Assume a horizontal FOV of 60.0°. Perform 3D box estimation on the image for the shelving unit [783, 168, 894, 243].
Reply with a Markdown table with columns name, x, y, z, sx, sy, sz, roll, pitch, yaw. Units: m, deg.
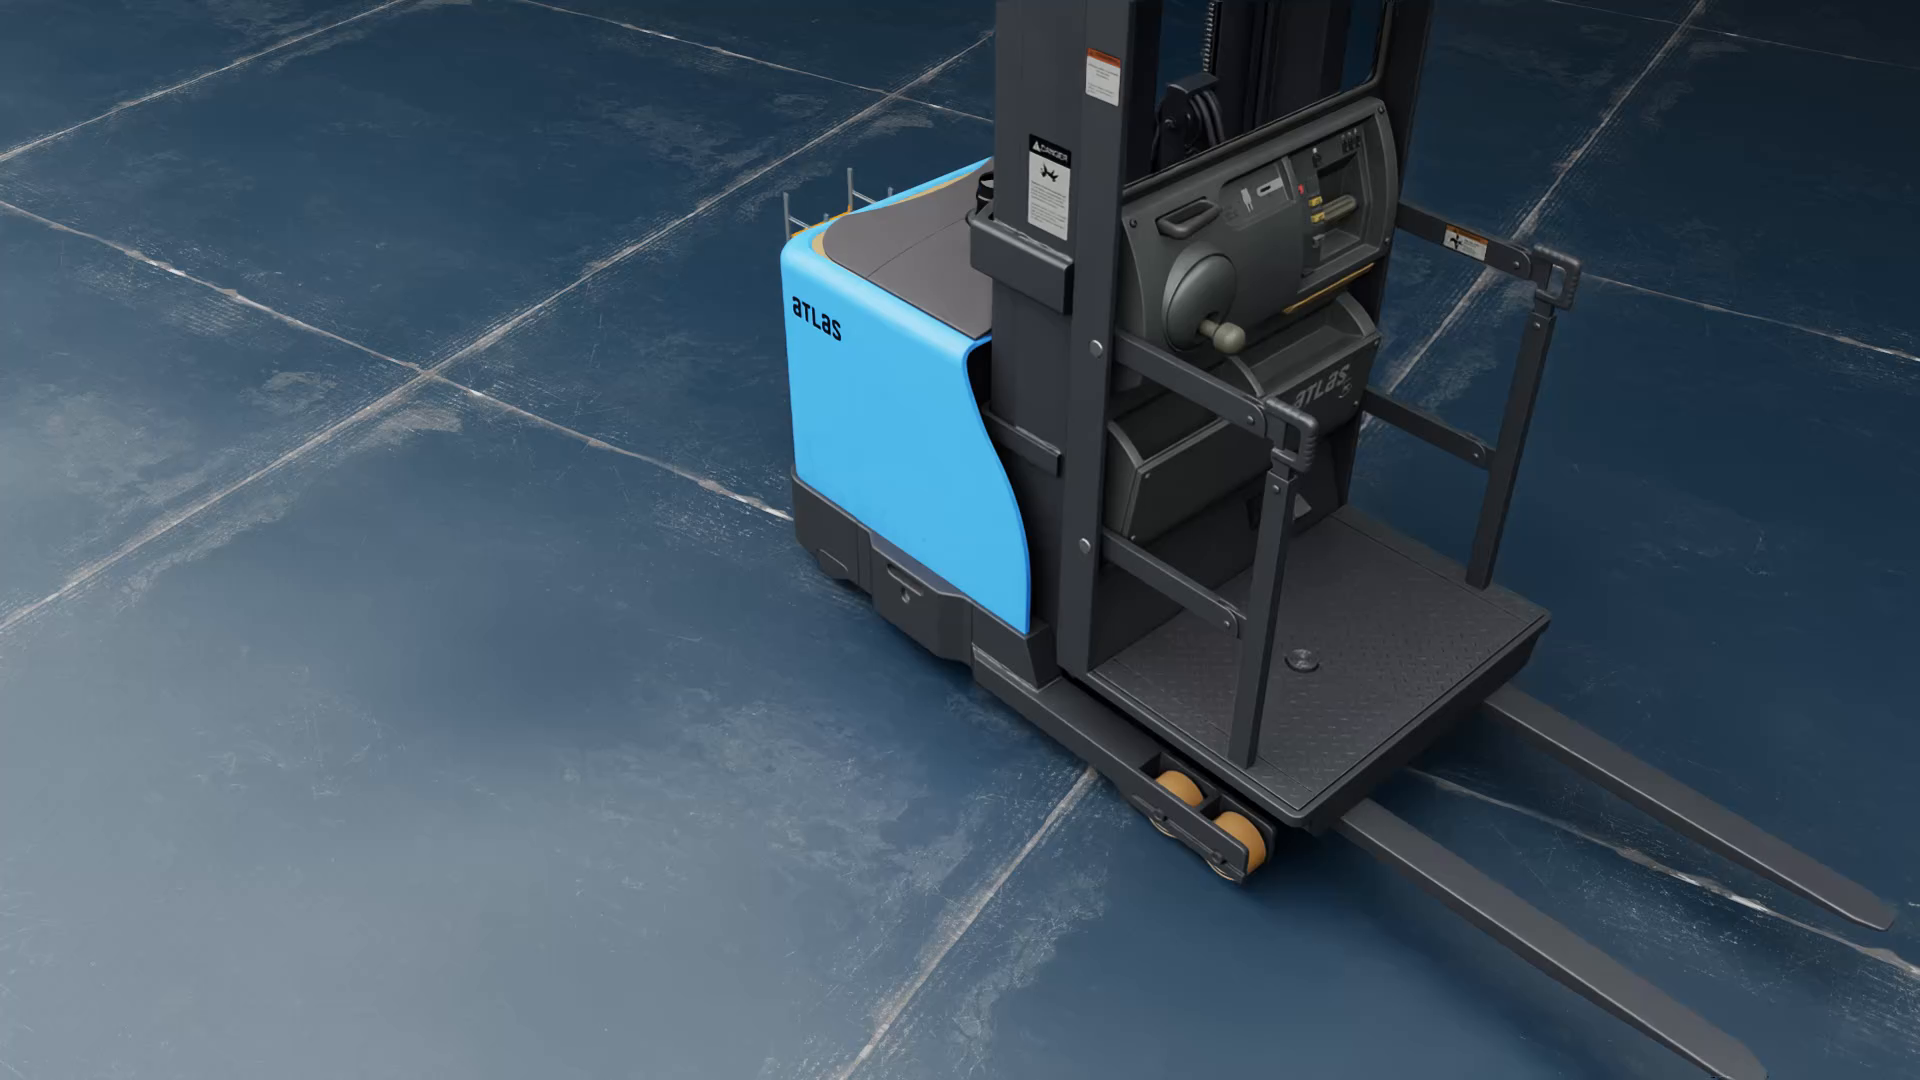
| name | x | y | z | sx | sy | sz | roll | pitch | yaw |
| --- | --- | --- | --- | --- | --- | --- | --- | --- | --- |
| shelving unit | -0.354 | -0.602 | 5.171 | 0.252 | 1.050 | 0.215 | -30 | 47 | -33 |

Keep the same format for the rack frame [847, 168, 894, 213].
| name | x | y | z | sx | sy | sz | roll | pitch | yaw |
| --- | --- | --- | --- | --- | --- | --- | --- | --- | --- |
| rack frame | -0.266 | -0.653 | 5.237 | 0.008 | 1.050 | 0.200 | -30 | 47 | -33 |

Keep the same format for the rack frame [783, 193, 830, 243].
| name | x | y | z | sx | sy | sz | roll | pitch | yaw |
| --- | --- | --- | --- | --- | --- | --- | --- | --- | --- |
| rack frame | -0.443 | -0.551 | 5.104 | 0.008 | 1.050 | 0.200 | -30 | 47 | -33 |

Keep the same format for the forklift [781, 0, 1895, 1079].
| name | x | y | z | sx | sy | sz | roll | pitch | yaw |
| --- | --- | --- | --- | --- | --- | --- | --- | --- | --- |
| forklift | 0.856 | -0.670 | 3.719 | 1.130 | 2.935 | 3.031 | -29 | 46 | -32 |

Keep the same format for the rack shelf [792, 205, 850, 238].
| name | x | y | z | sx | sy | sz | roll | pitch | yaw |
| --- | --- | --- | --- | --- | --- | --- | --- | --- | --- |
| rack shelf | -0.354 | -0.818 | 5.004 | 0.240 | 0.259 | 0.215 | -30 | 47 | -33 |
